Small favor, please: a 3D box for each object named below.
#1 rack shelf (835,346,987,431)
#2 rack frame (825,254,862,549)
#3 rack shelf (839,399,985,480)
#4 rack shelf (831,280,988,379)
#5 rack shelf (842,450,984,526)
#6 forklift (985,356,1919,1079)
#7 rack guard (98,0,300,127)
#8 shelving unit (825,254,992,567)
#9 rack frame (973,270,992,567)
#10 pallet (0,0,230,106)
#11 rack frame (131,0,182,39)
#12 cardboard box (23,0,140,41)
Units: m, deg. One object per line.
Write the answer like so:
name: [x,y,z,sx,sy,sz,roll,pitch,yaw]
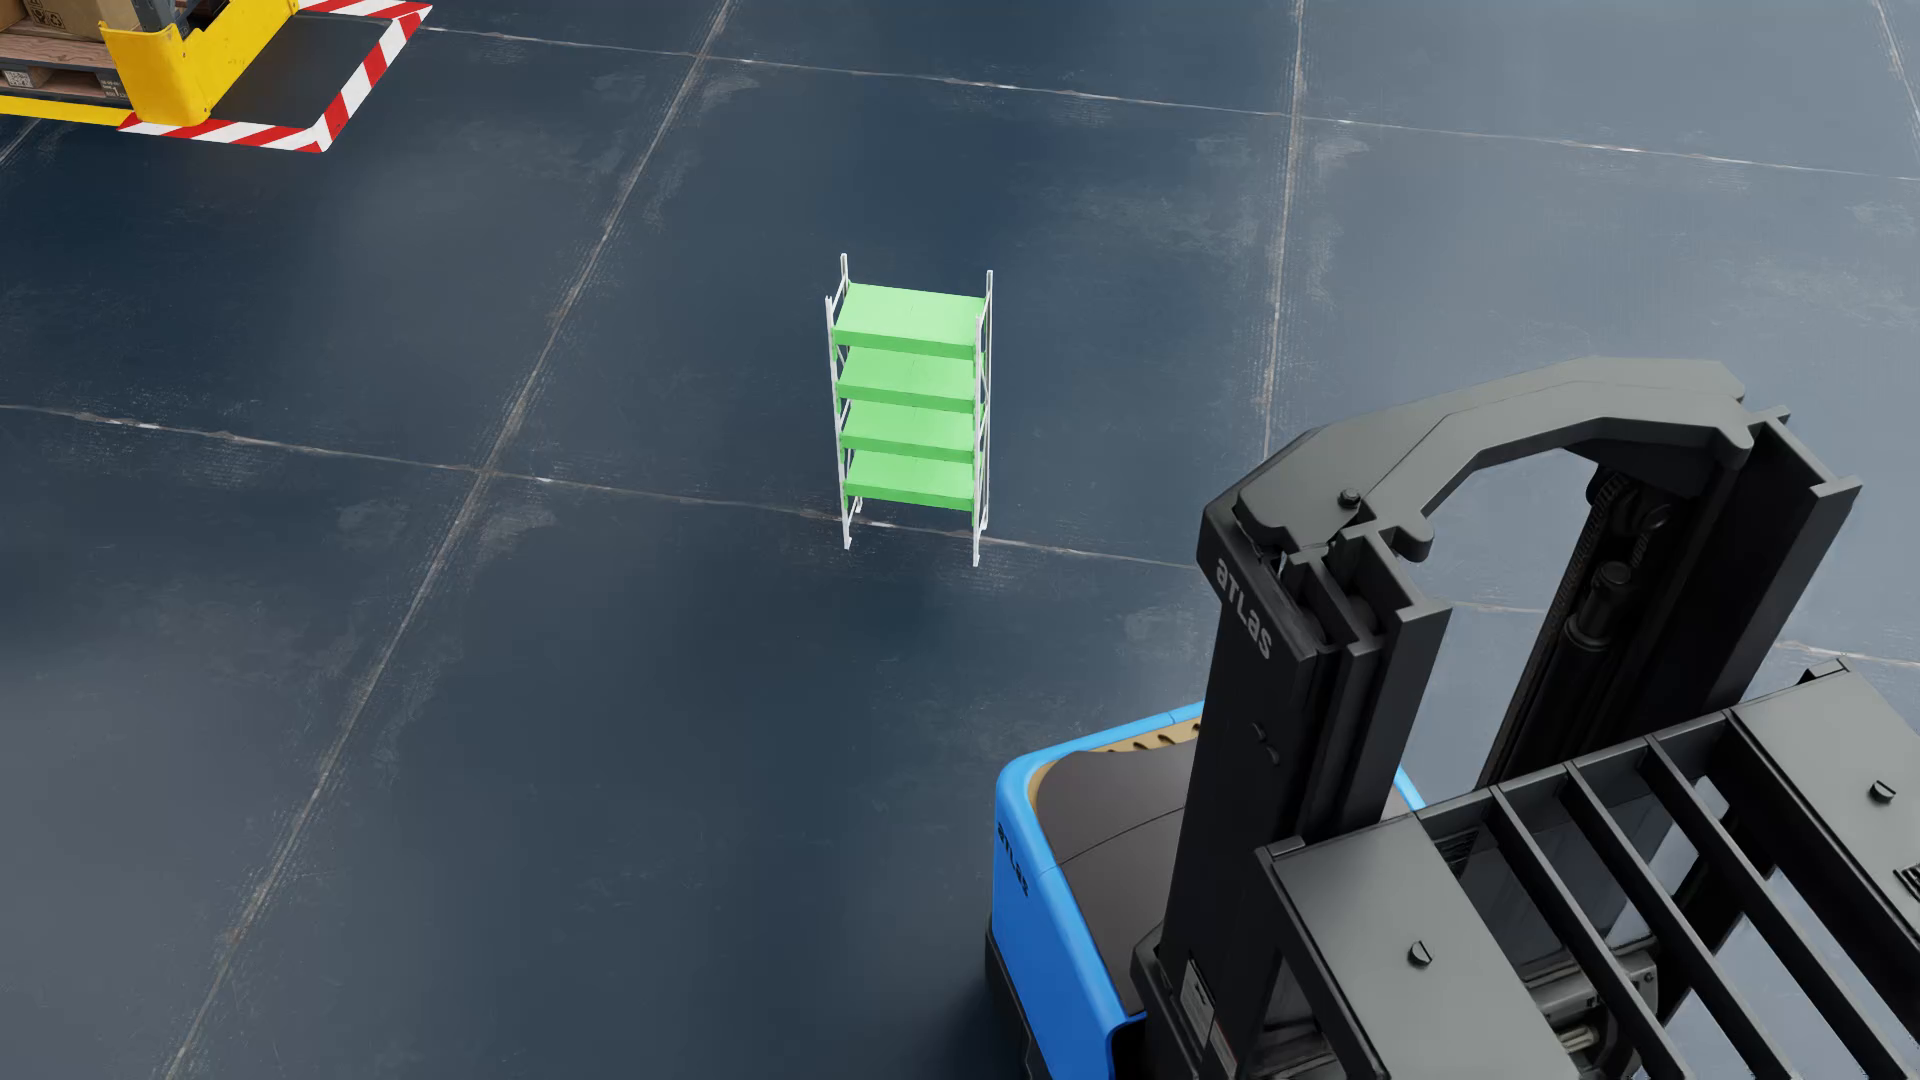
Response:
rack shelf: [-0.163,-0.541,5.692,0.480,0.148,0.258,8,49,7]
rack frame: [-0.403,-0.455,5.852,0.015,1.200,0.240,8,49,7]
rack shelf: [-0.163,-0.380,5.871,0.480,0.148,0.258,8,49,7]
rack shelf: [-0.163,-0.701,5.514,0.480,0.148,0.258,8,49,7]
rack shelf: [-0.163,-0.220,6.049,0.480,0.148,0.258,8,49,7]
forklift: [1.053,1.226,3.178,1.130,2.935,3.031,-15,50,-13]
rack guard: [-3.748,-2.608,8.257,0.348,0.500,1.175,8,49,7]
shelving unit: [-0.163,-0.423,5.823,0.503,1.200,0.258,8,49,7]
rack frame: [0.077,-0.391,5.794,0.015,1.200,0.240,8,49,7]
pallet: [-4.541,-2.645,8.484,1.213,0.211,1.003,8,49,7]
rack frame: [-3.673,-3.433,7.318,0.127,3.000,1.000,8,49,7]
cardboard box: [-4.285,-2.833,8.177,0.500,0.500,0.500,16,50,14]
